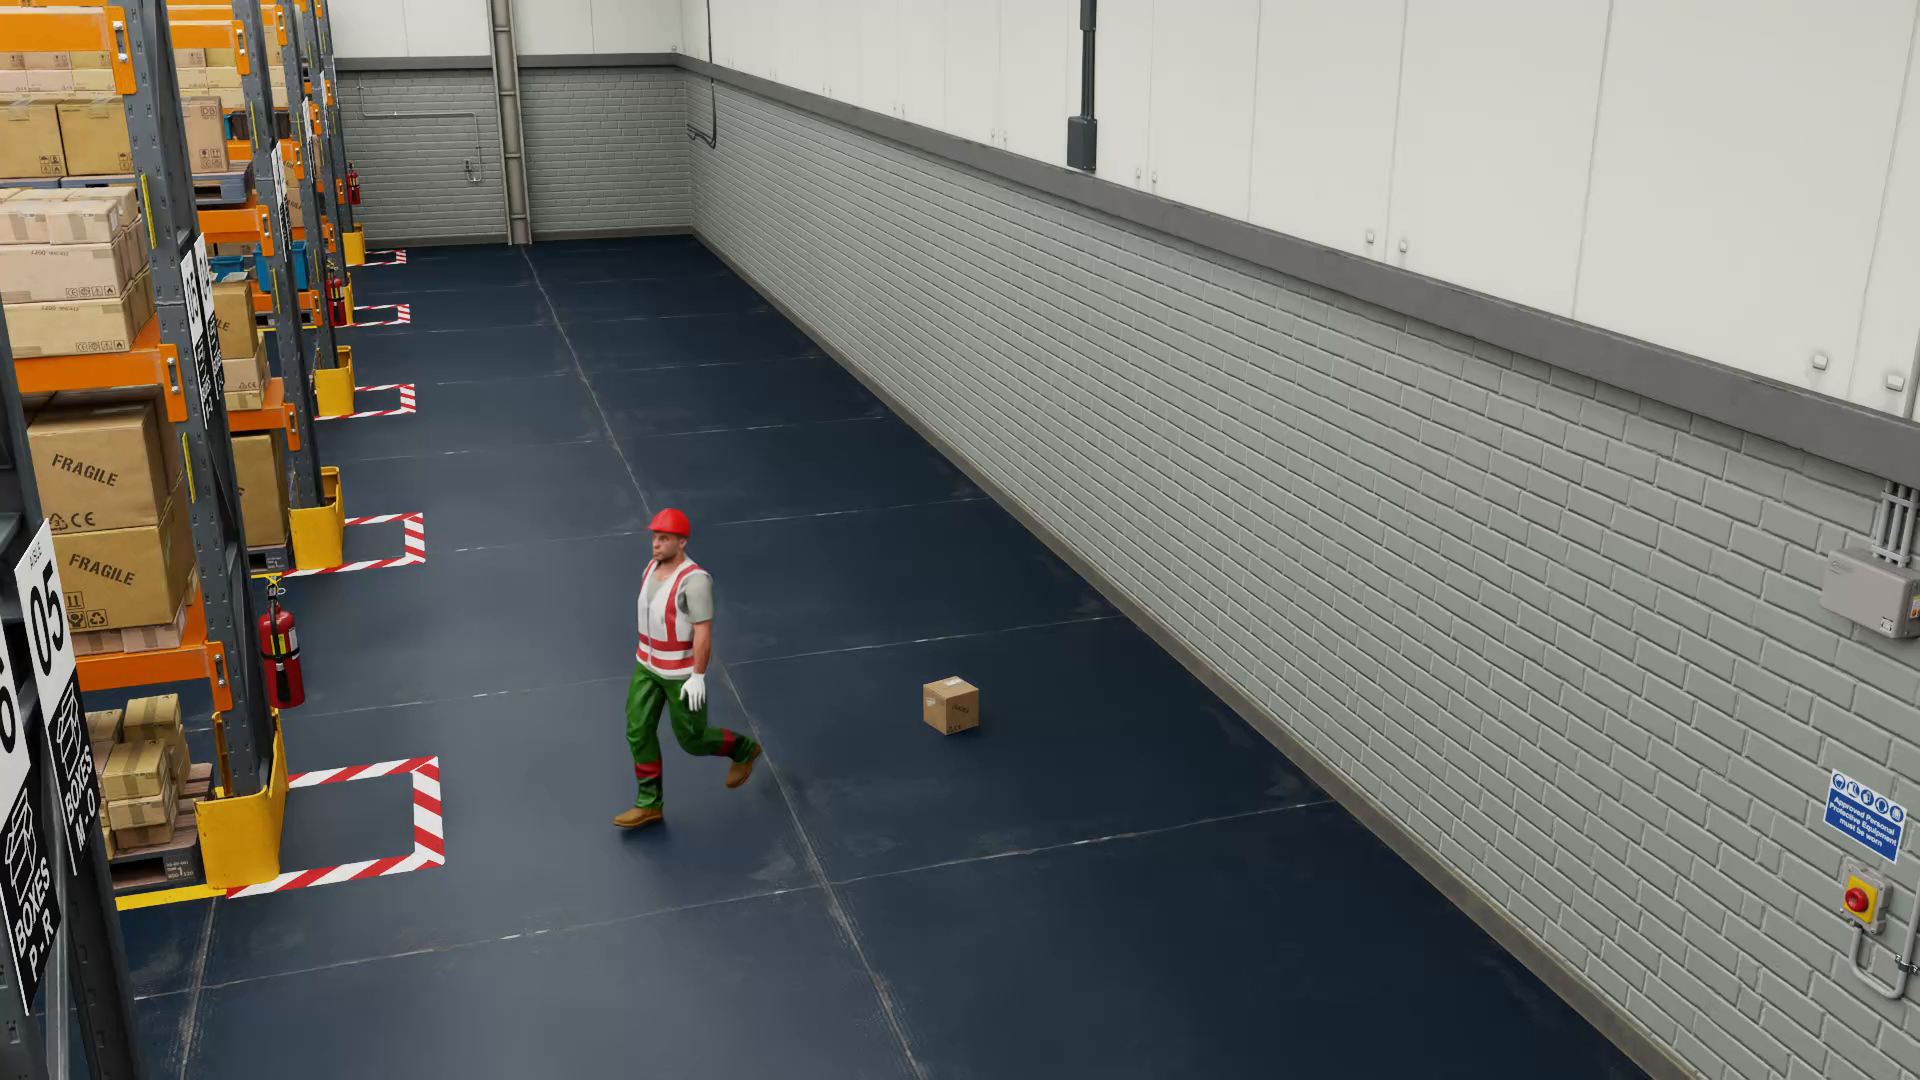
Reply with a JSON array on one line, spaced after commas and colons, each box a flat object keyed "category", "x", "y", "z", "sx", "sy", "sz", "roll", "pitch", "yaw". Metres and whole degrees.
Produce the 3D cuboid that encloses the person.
[{"category": "person", "x": -1.528, "y": 0.678, "z": 9.051, "sx": 0.574, "sy": 1.756, "sz": 0.892, "roll": 16, "pitch": 25, "yaw": 38}]
